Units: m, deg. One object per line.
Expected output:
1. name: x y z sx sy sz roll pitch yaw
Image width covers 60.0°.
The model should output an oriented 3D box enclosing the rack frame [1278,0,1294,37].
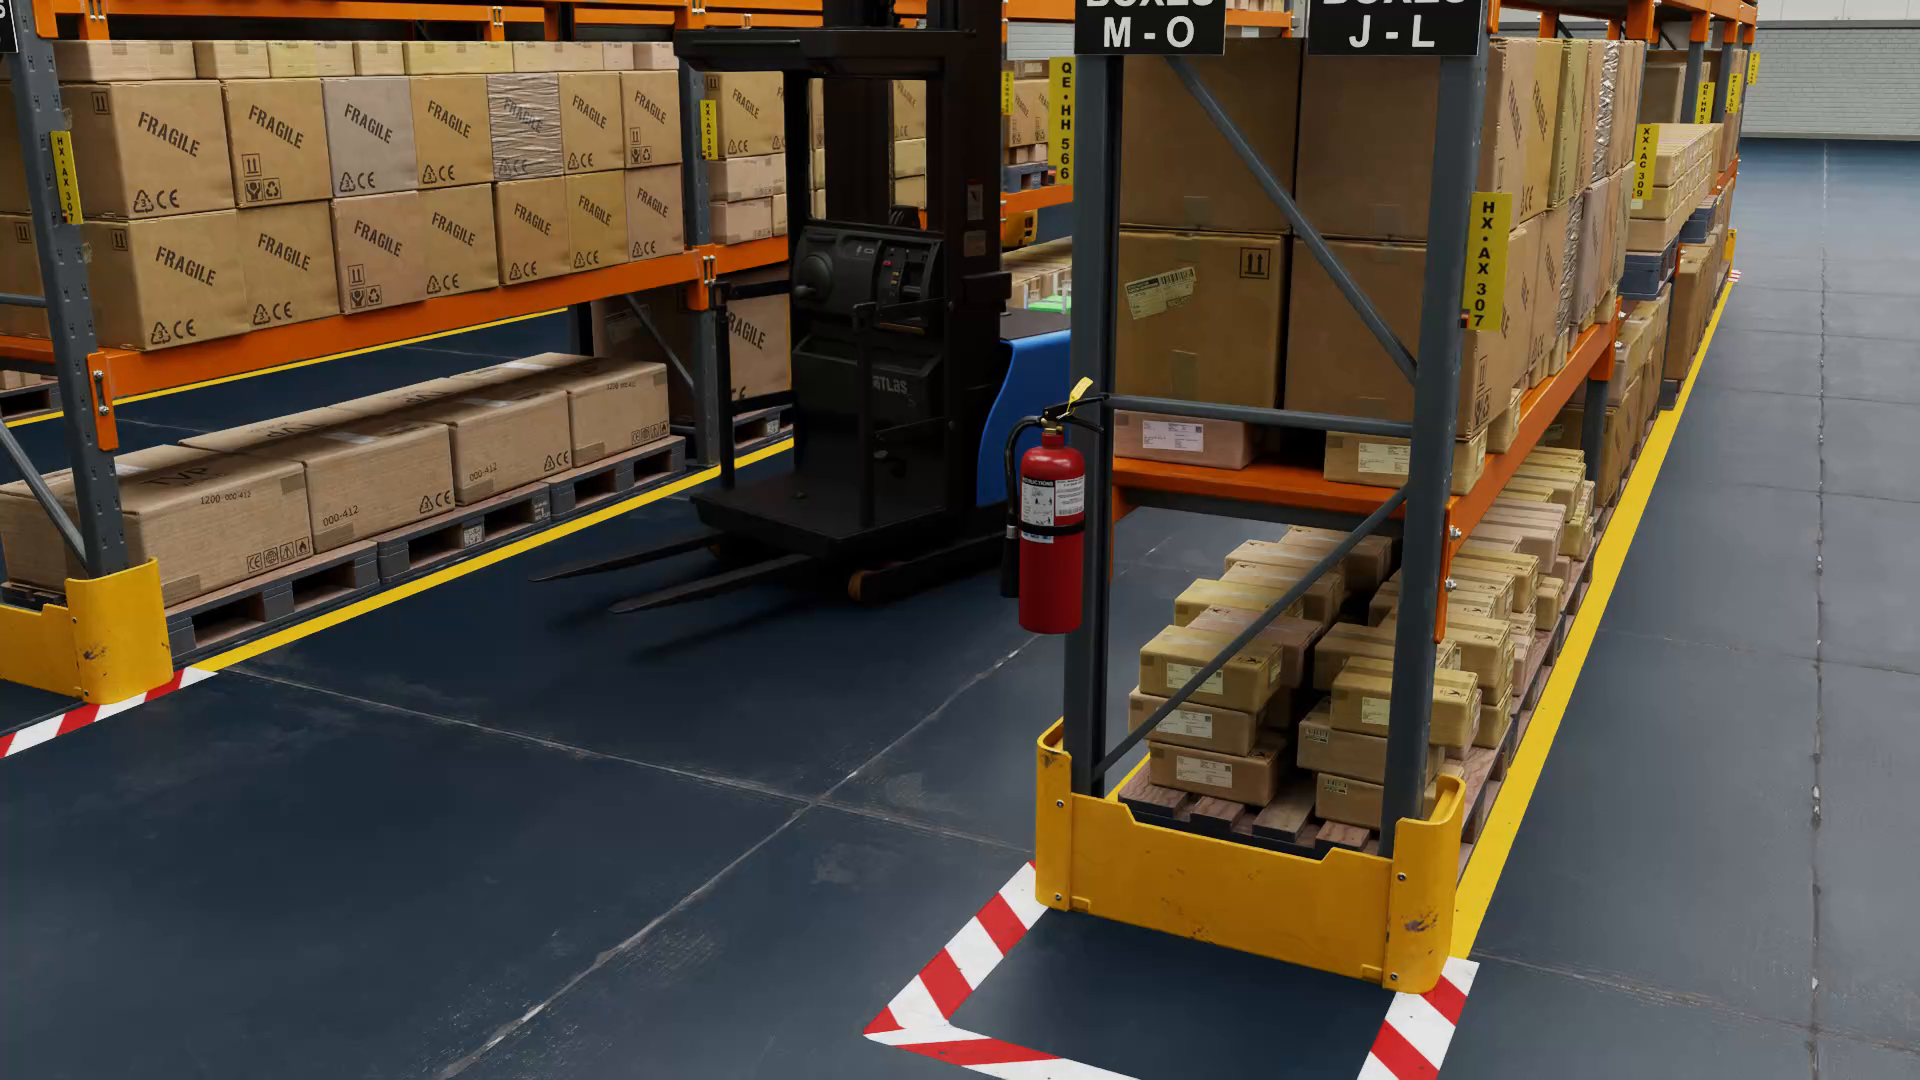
1. rack frame: 3.443 -4.996 20.078 1.000 3.000 0.127 8 18 25

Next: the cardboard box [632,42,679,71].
1. cardboard box: -1.772 -2.659 9.138 0.380 0.149 0.250 8 18 24

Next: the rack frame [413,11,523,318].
1. rack frame: -4.574 -3.589 15.340 1.000 3.000 0.127 8 18 25

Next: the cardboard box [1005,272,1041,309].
1. cardboard box: 0.129 -2.043 14.012 0.950 0.372 0.625 7 18 22

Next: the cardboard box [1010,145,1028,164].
1. cardboard box: 0.336 -3.166 13.621 0.380 0.149 0.250 7 18 22

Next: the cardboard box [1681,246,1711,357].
1. cardboard box: 5.082 -1.844 12.679 1.050 0.750 0.750 8 19 26

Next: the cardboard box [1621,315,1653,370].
1. cardboard box: 3.588 -1.118 9.357 0.500 0.250 0.500 9 19 27

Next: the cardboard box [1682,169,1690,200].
1. cardboard box: 3.605 -1.868 8.728 0.380 0.149 0.250 9 19 28

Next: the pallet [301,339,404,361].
1. pallet: -5.488 -1.758 14.071 1.003 0.211 1.213 8 18 25

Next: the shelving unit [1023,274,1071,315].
1. shelving unit: 0.547 -0.846 9.266 0.258 1.200 0.503 7 18 21

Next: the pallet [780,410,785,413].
1. pallet: -1.098 -1.121 11.928 1.003 0.211 1.213 8 18 25

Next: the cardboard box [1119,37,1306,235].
1. cardboard box: 0.749 -1.135 4.623 0.500 0.500 0.500 8 18 24

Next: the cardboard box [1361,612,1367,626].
1. cardboard box: 1.332 0.348 6.352 0.380 0.149 0.250 8 19 26

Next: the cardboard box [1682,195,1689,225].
1. cardboard box: 3.720 -1.792 8.992 0.380 0.149 0.250 8 18 24

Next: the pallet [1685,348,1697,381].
1. pallet: 5.308 -1.519 13.267 1.003 0.211 1.213 8 18 25

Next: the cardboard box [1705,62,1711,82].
1. cardboard box: 5.912 -3.774 14.029 0.700 0.500 0.500 8 18 24

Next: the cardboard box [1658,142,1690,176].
1. cardboard box: 3.491 -1.944 8.459 0.380 0.149 0.250 8 18 25

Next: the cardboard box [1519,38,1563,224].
1. cardboard box: 1.425 -1.197 4.831 0.500 0.500 0.500 9 19 27

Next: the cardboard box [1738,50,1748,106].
1. cardboard box: 7.553 -4.741 17.057 0.875 0.550 0.550 8 18 25

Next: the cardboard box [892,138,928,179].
1. cardboard box: -0.557 -2.707 11.754 0.500 0.250 0.500 8 18 24

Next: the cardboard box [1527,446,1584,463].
1. cardboard box: 2.628 -0.332 7.598 0.380 0.149 0.250 9 19 27

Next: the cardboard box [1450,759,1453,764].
1. cardboard box: 1.436 0.614 5.457 0.380 0.149 0.250 8 18 26

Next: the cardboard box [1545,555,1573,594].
1. cardboard box: 2.433 0.104 7.176 0.380 0.149 0.250 7 18 24

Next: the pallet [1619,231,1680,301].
1. pallet: 3.026 -1.420 8.374 1.003 0.211 1.213 8 18 25

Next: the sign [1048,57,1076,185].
1. sign: 0.279 -1.099 4.368 0.100 0.325 0.005 8 18 25

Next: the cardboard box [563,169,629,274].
1. cardboard box: -2.123 -1.705 8.822 0.500 0.500 0.500 8 18 24

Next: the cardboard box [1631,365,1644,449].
1. cardboard box: 3.579 -0.763 9.479 0.500 0.500 0.500 8 19 26

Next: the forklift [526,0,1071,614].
1. forklift: -0.591 -1.272 7.660 1.130 2.935 3.031 15 22 41

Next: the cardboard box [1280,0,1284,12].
1. cardboard box: 3.534 -6.187 19.261 0.380 0.149 0.250 8 18 26

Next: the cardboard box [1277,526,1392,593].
1. cardboard box: 1.402 0.071 6.242 0.380 0.149 0.250 7 18 24

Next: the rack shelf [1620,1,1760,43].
1. rack shelf: 7.023 -4.976 16.005 1.077 0.370 4.000 8 18 25

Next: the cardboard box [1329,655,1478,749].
1. cardboard box: 1.305 0.473 4.888 0.380 0.149 0.250 7 18 23

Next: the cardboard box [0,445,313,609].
1. cardboard box: -3.501 -0.075 7.271 0.875 0.438 0.875 7 18 24

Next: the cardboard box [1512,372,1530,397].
1. cardboard box: 1.722 -0.578 5.643 0.380 0.149 0.250 8 18 24

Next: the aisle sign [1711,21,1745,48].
1. aisle sign: 8.216 -5.618 17.607 0.394 0.787 0.004 8 18 25

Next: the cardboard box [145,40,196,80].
1. cardboard box: -3.247 -1.890 6.549 0.380 0.149 0.250 9 19 27

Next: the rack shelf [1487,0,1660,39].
1. rack shelf: 1.661 -1.919 5.714 1.077 0.370 4.000 8 18 25

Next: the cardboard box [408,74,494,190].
1. cardboard box: -2.568 -1.926 7.809 0.500 0.500 0.500 8 18 26

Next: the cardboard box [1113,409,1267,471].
1. cardboard box: 0.660 -0.316 4.760 0.380 0.149 0.250 8 18 25

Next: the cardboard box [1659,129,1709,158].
1. cardboard box: 4.185 -2.339 9.789 0.380 0.149 0.250 9 19 27

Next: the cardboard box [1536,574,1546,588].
1. cardboard box: 2.188 0.067 6.776 0.380 0.149 0.250 9 19 27

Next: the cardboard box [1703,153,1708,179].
1. cardboard box: 4.295 -2.259 10.042 0.380 0.149 0.250 9 19 27

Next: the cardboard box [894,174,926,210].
1. cardboard box: -0.579 -2.467 11.824 0.500 0.250 0.500 8 18 25

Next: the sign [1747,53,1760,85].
1. sign: 8.395 -4.988 17.602 0.100 0.325 0.005 8 18 25

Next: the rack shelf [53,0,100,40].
1. rack shelf: -7.255 -3.154 9.870 1.077 0.370 4.000 8 18 25

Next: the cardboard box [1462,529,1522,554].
1. cardboard box: 1.902 0.059 6.282 0.380 0.149 0.250 8 18 26

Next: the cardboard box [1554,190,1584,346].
1. cardboard box: 1.883 -0.980 5.858 0.500 0.500 0.500 8 18 24

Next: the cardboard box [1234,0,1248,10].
1. cardboard box: 2.887 -5.791 17.925 0.380 0.149 0.250 8 18 25

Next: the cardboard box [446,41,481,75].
1. cardboard box: -2.496 -2.277 7.851 0.380 0.149 0.250 8 18 25

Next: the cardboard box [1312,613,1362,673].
1. cardboard box: 1.190 0.347 5.835 0.380 0.149 0.250 8 18 25

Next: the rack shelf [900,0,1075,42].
1. rack shelf: 0.762 -4.561 14.608 1.077 0.370 4.000 8 18 25

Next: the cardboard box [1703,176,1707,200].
1. cardboard box: 4.420 -2.188 10.328 0.380 0.149 0.250 8 18 25

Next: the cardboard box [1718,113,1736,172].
1. cardboard box: 6.855 -3.806 15.808 0.875 0.550 0.550 8 18 25

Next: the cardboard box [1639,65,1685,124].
1. cardboard box: 4.551 -2.995 11.408 0.700 0.500 0.500 8 18 25
